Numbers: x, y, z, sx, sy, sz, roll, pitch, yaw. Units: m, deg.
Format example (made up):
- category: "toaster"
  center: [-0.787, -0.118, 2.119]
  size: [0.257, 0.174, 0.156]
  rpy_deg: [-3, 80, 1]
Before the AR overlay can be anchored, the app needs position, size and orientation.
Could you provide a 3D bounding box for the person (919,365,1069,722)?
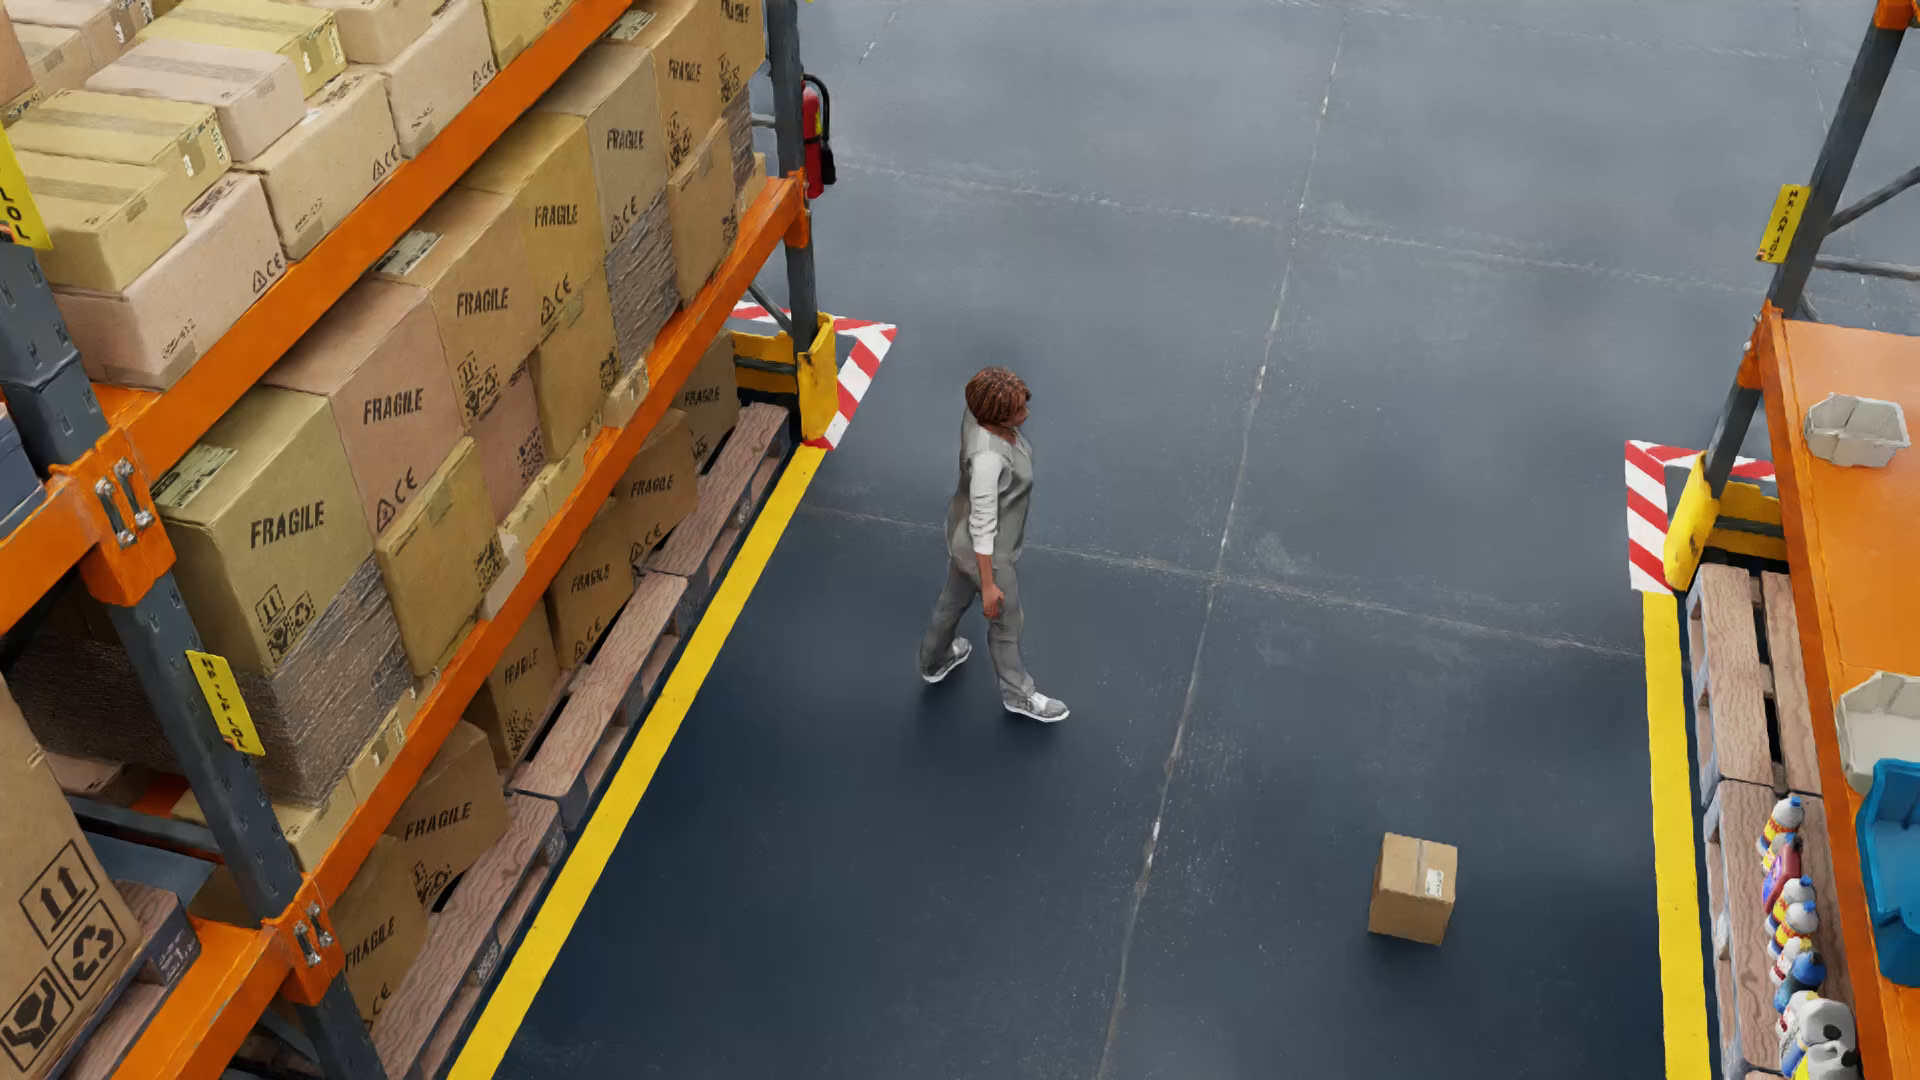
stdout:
- category: "person"
  center: [0.129, 0.018, 6.127]
  size: [0.576, 1.582, 0.543]
  rpy_deg: [-3, 42, -3]
